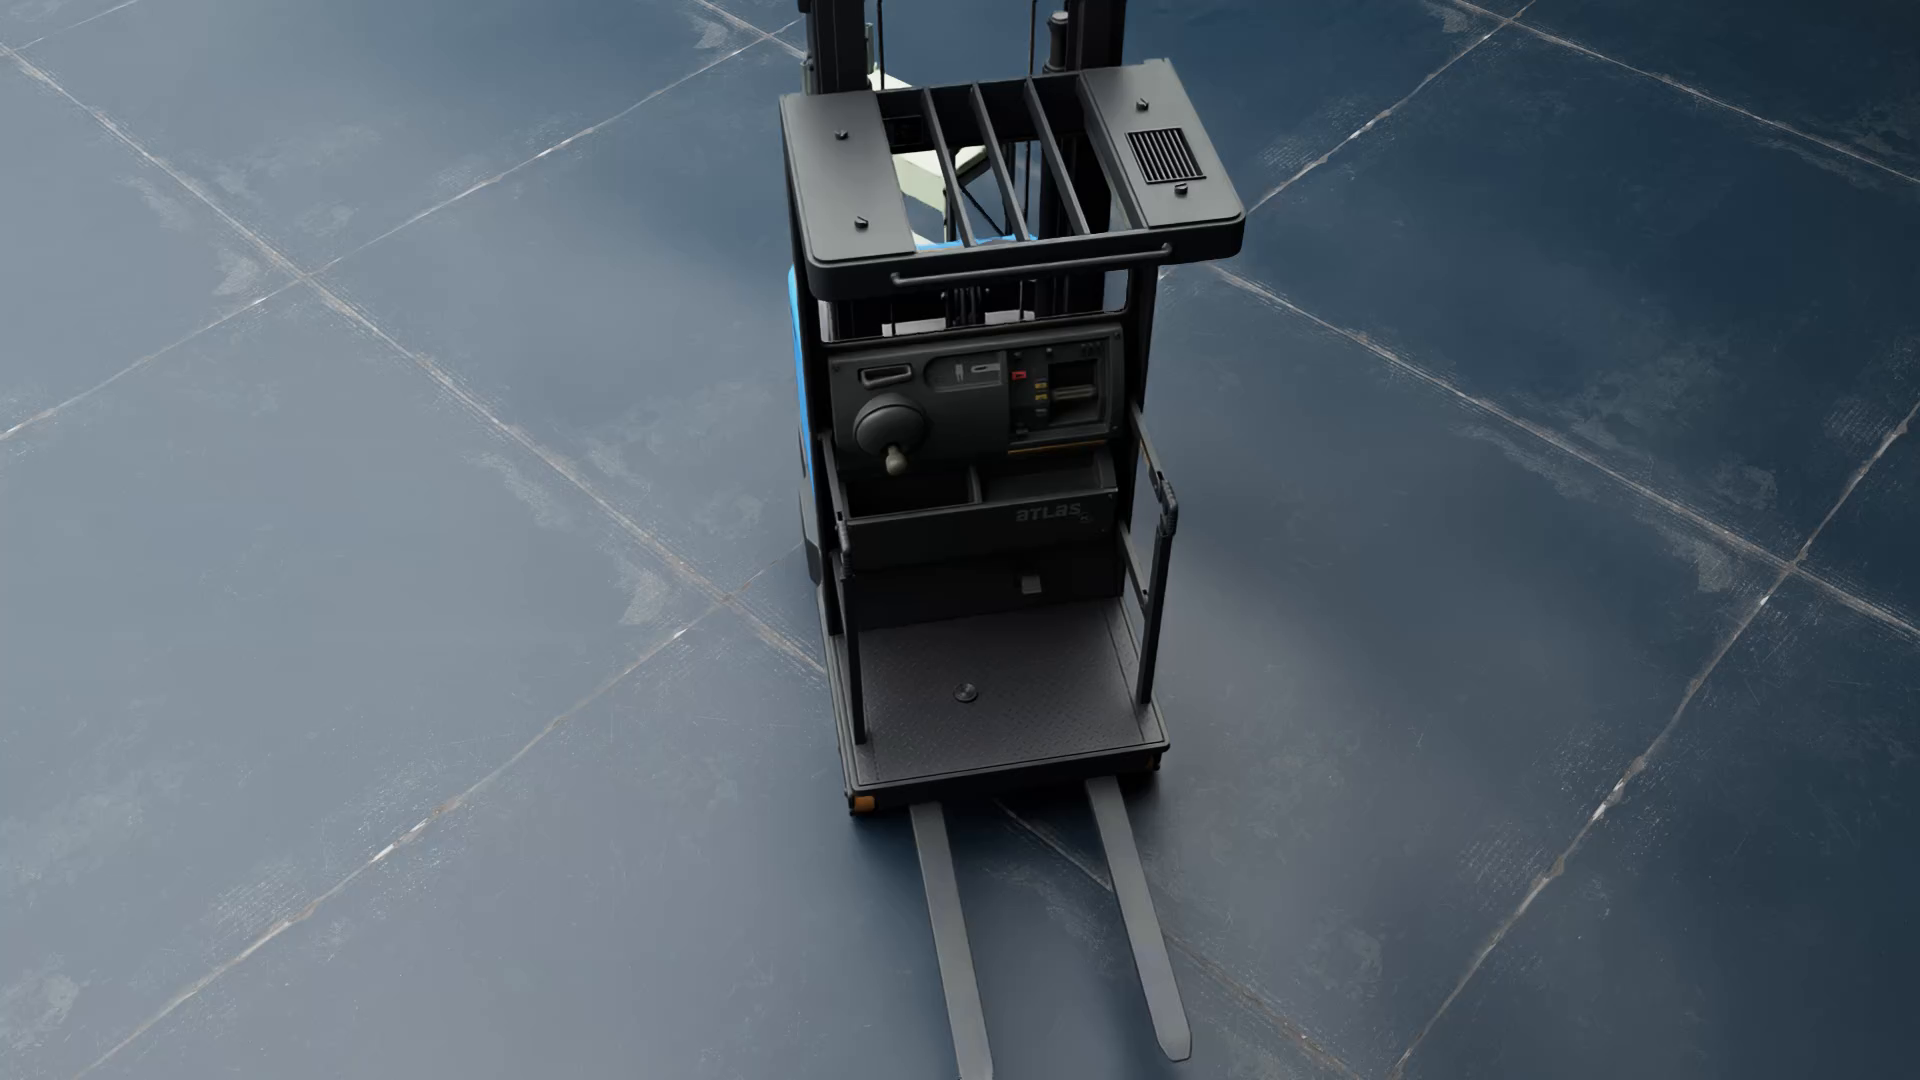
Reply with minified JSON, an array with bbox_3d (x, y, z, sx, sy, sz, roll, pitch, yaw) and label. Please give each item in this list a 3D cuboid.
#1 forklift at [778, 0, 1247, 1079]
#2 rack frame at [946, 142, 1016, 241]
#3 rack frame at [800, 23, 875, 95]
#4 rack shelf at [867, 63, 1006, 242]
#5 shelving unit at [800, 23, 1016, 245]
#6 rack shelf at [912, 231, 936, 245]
[{"bbox_3d":[0.099,-0.340,5.059,1.130,2.935,3.031,-7,47,-7],"label":"forklift"},{"bbox_3d":[0.081,-1.092,6.746,0.023,1.500,0.400,31,54,26],"label":"rack frame"},{"bbox_3d":[-0.482,-1.433,7.066,0.023,1.500,0.400,31,54,26],"label":"rack frame"},{"bbox_3d":[-0.201,-1.529,6.622,0.720,0.370,0.431,31,54,26],"label":"rack shelf"},{"bbox_3d":[-0.201,-1.262,6.906,0.755,1.500,0.431,31,54,26],"label":"shelving unit"},{"bbox_3d":[-0.201,-1.039,7.144,0.720,0.370,0.431,31,54,26],"label":"rack shelf"}]
